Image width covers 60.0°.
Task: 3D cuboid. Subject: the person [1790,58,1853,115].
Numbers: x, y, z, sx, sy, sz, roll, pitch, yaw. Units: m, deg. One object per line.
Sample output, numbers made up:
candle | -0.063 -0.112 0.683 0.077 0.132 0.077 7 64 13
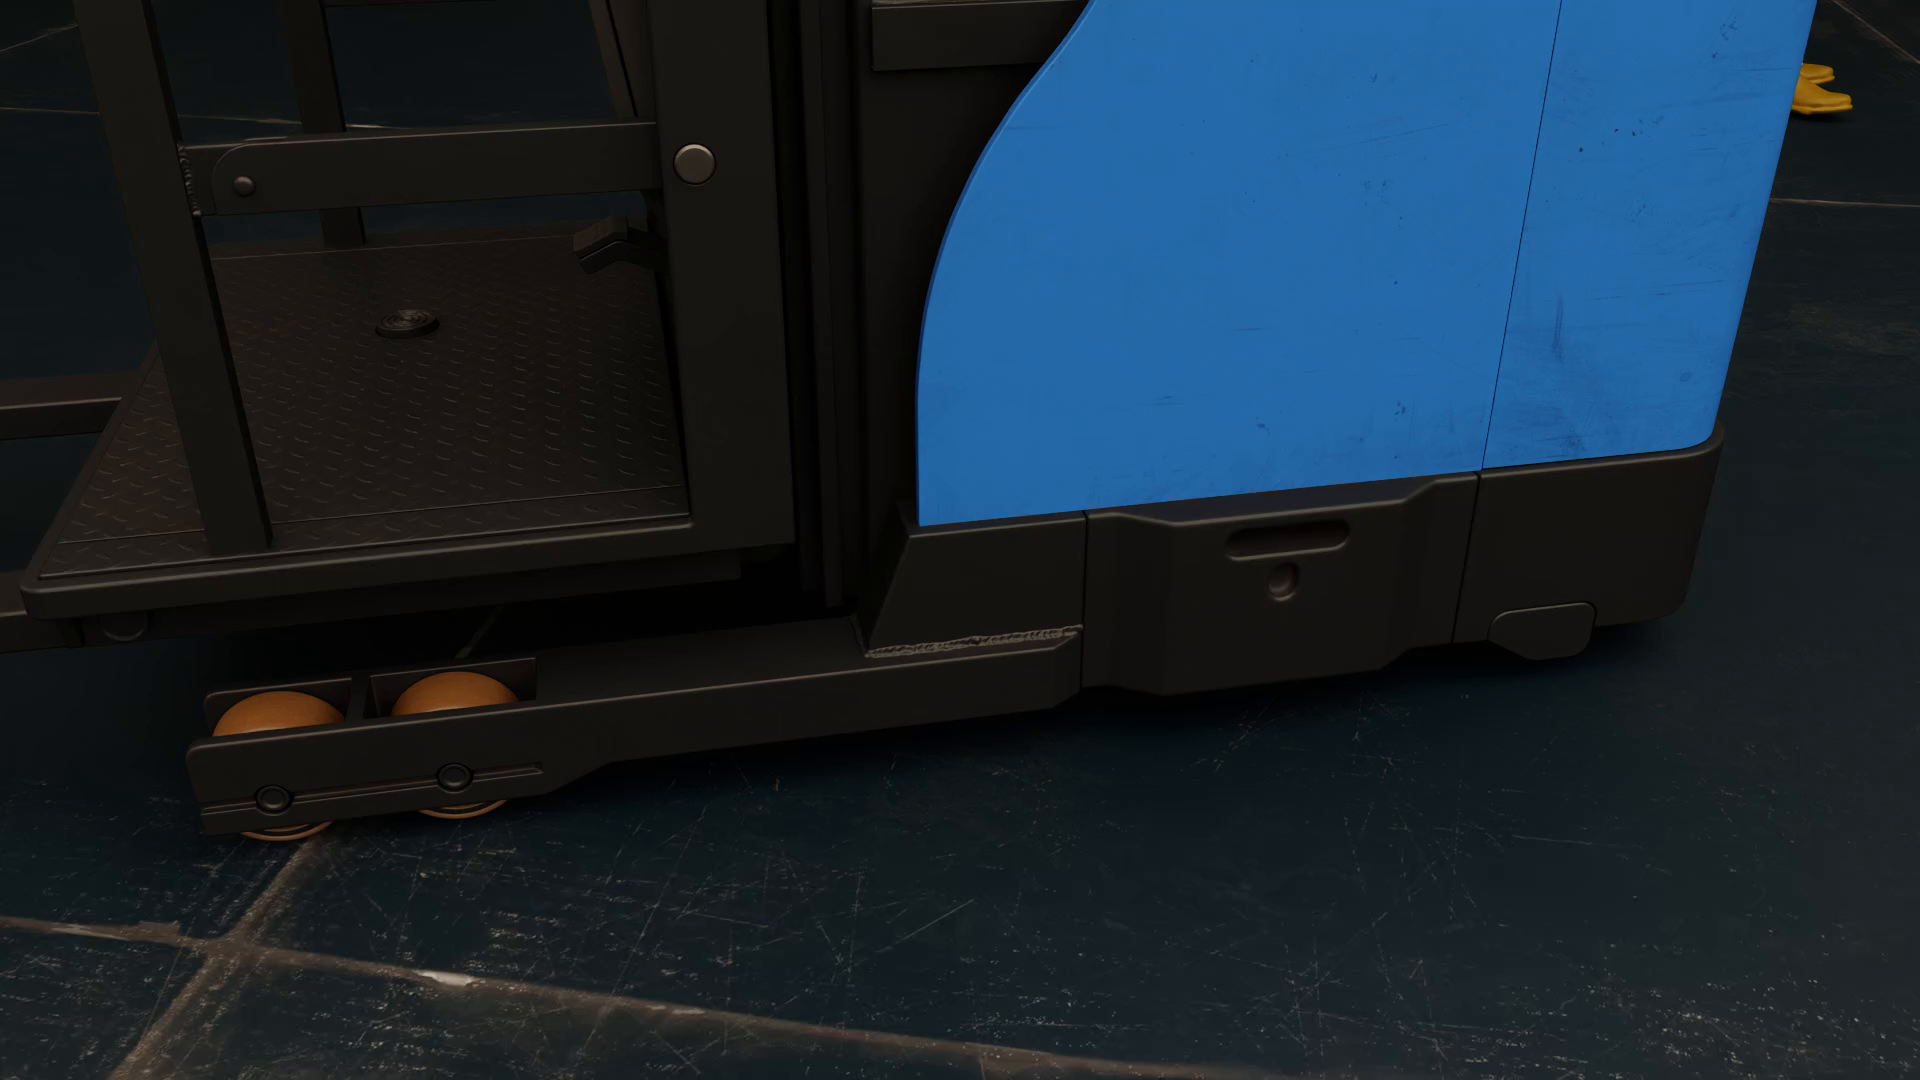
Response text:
person | 2.370 -2.108 4.473 0.578 1.759 0.665 20 35 32

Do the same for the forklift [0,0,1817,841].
forklift | -0.596 -1.221 1.680 3.031 2.935 1.130 -6 30 -10
